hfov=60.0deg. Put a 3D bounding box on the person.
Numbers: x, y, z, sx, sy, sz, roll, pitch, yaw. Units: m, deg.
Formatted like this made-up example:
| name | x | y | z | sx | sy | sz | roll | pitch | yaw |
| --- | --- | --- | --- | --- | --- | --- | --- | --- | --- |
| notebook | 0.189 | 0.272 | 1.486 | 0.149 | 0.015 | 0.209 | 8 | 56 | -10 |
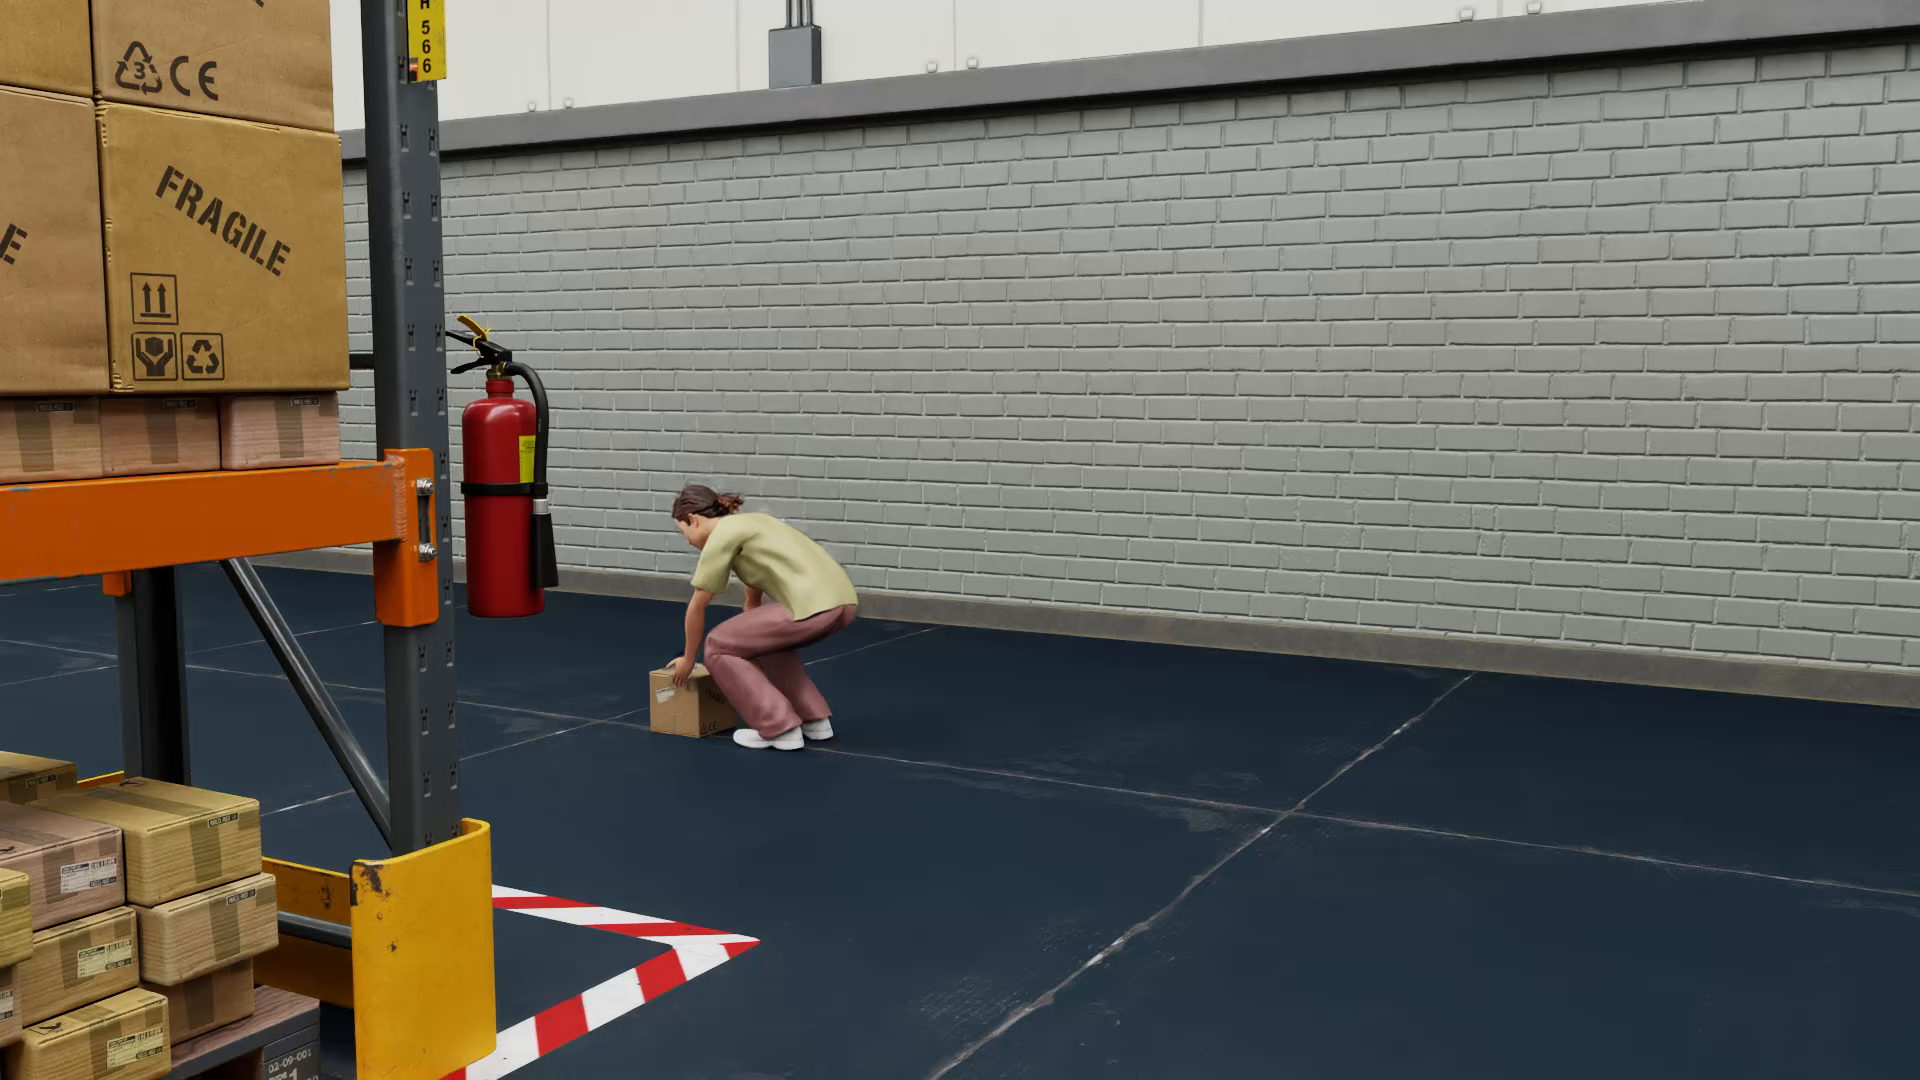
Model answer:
| name | x | y | z | sx | sy | sz | roll | pitch | yaw |
| --- | --- | --- | --- | --- | --- | --- | --- | --- | --- |
| person | -0.799 | 0.299 | 6.622 | 0.777 | 1.023 | 0.496 | 3 | 7 | 28 |
